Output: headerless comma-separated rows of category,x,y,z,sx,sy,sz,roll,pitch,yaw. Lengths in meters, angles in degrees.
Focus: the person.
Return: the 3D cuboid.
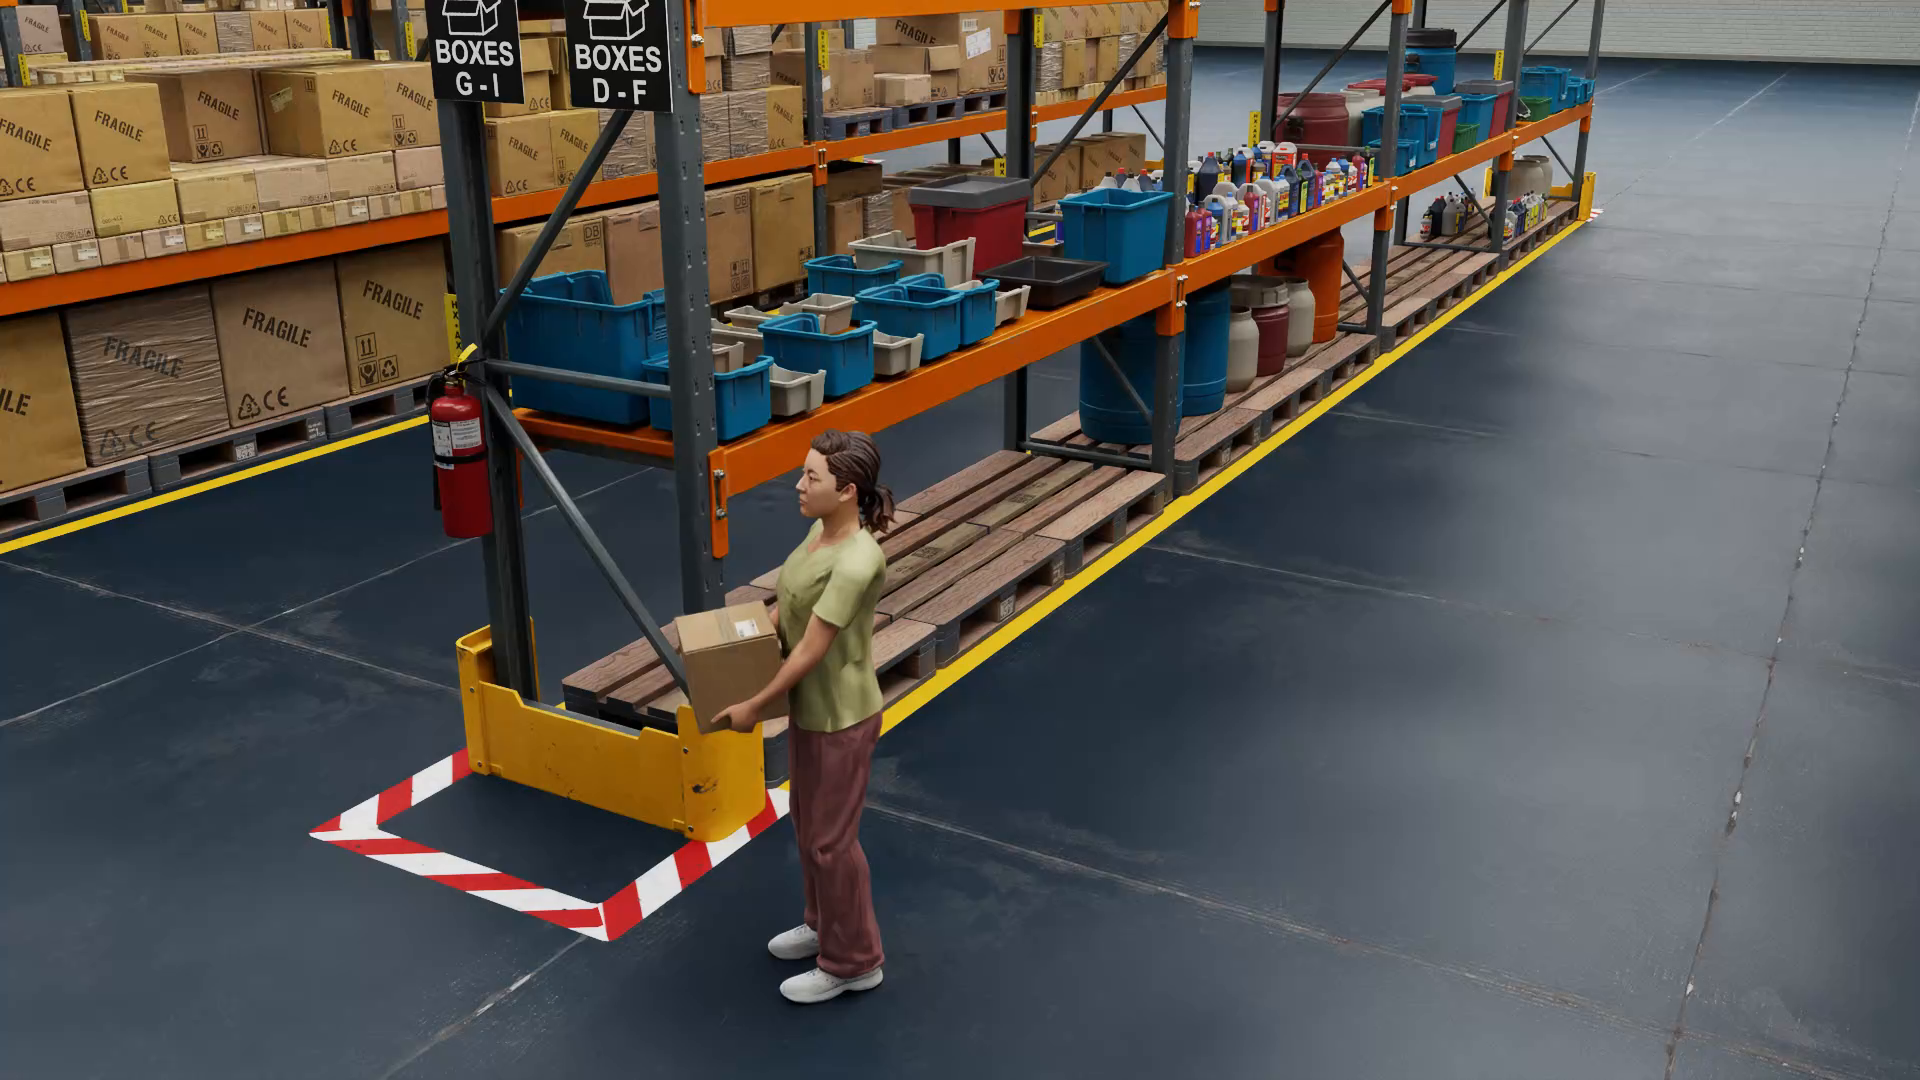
person,-0.436,0.501,4.675,0.551,1.667,0.424,-5,20,-14
